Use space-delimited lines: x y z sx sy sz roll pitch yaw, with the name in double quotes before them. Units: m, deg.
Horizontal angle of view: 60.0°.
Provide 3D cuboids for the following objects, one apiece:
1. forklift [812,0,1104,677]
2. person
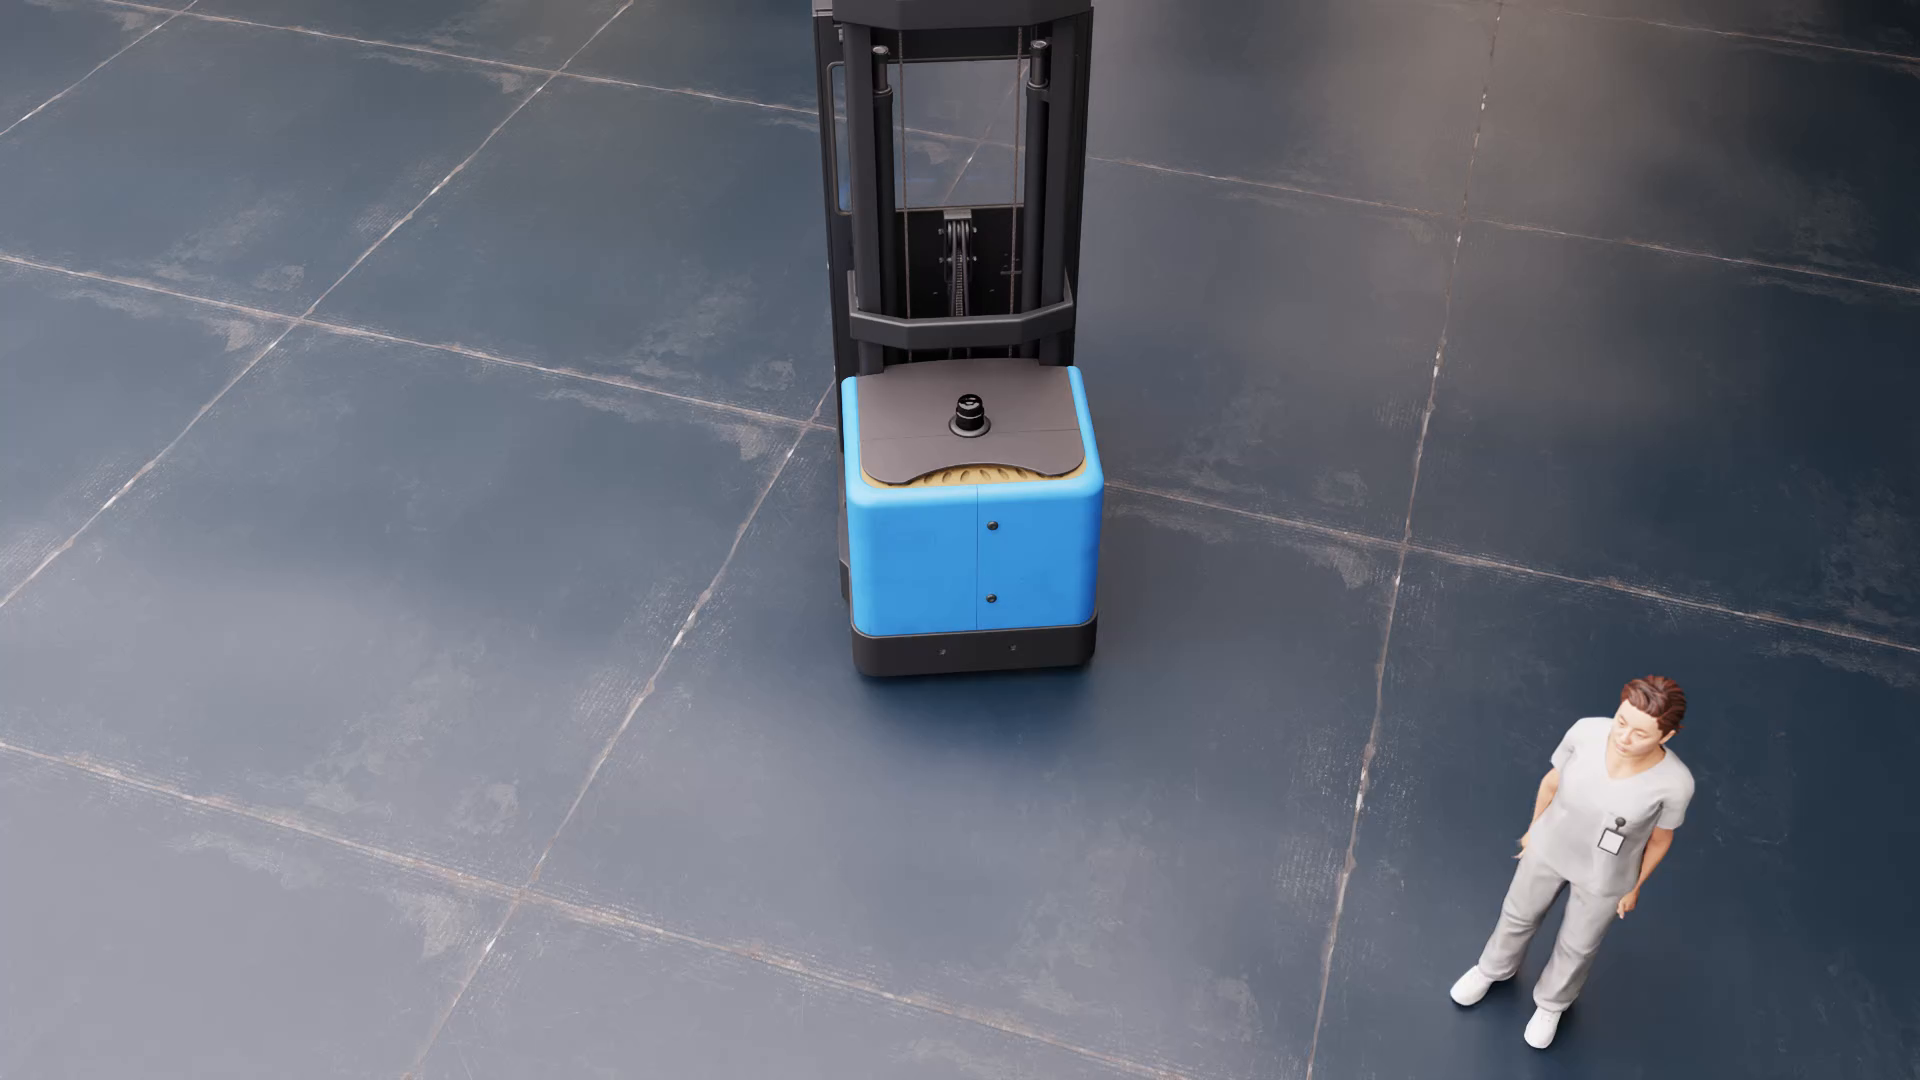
"forklift" -0.048 -1.486 7.287 1.130 2.935 3.031 -3 43 -3
"person" 2.050 1.059 5.476 0.434 1.671 0.375 30 51 28
